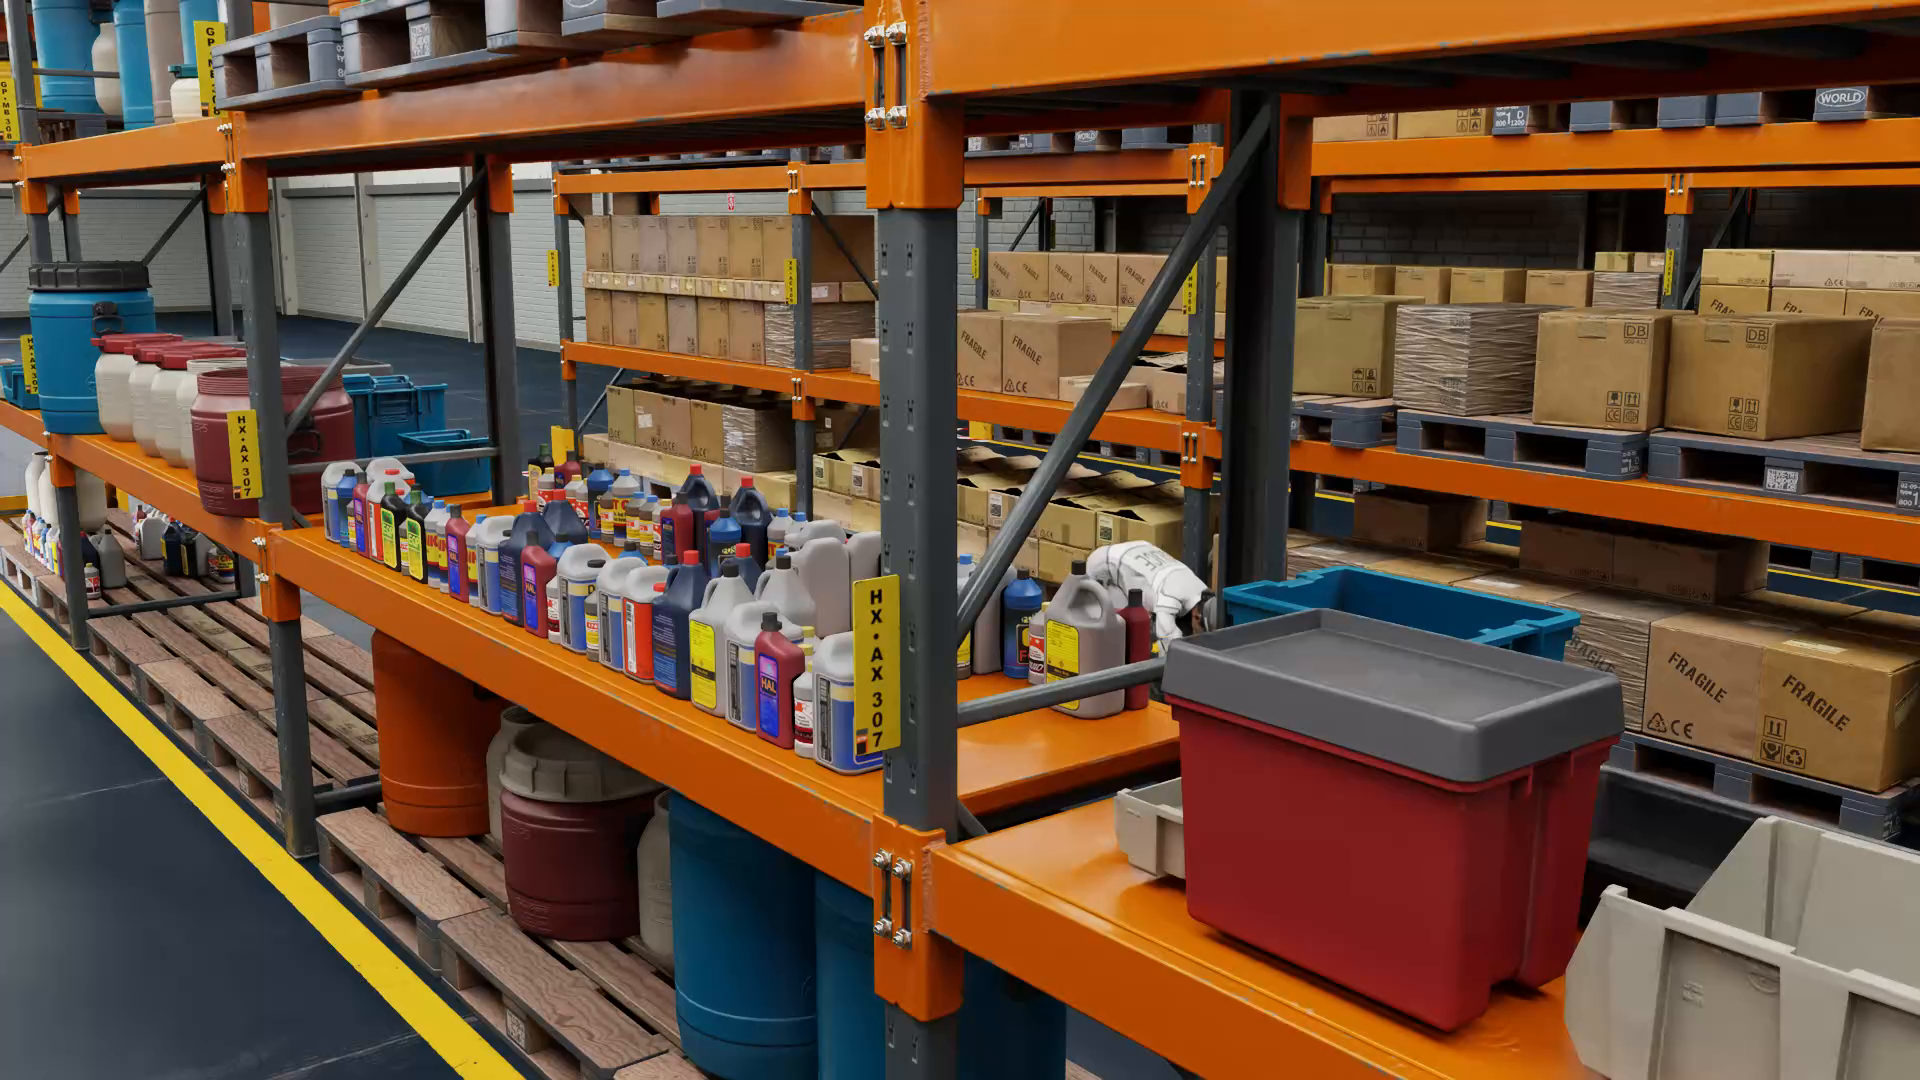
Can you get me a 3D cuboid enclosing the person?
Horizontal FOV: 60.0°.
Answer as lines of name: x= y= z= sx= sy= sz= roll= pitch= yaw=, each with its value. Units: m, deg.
person: x=0.987 y=0.473 z=8.072 sx=0.450 sy=0.876 sz=0.881 roll=-10 pitch=15 yaw=-41
